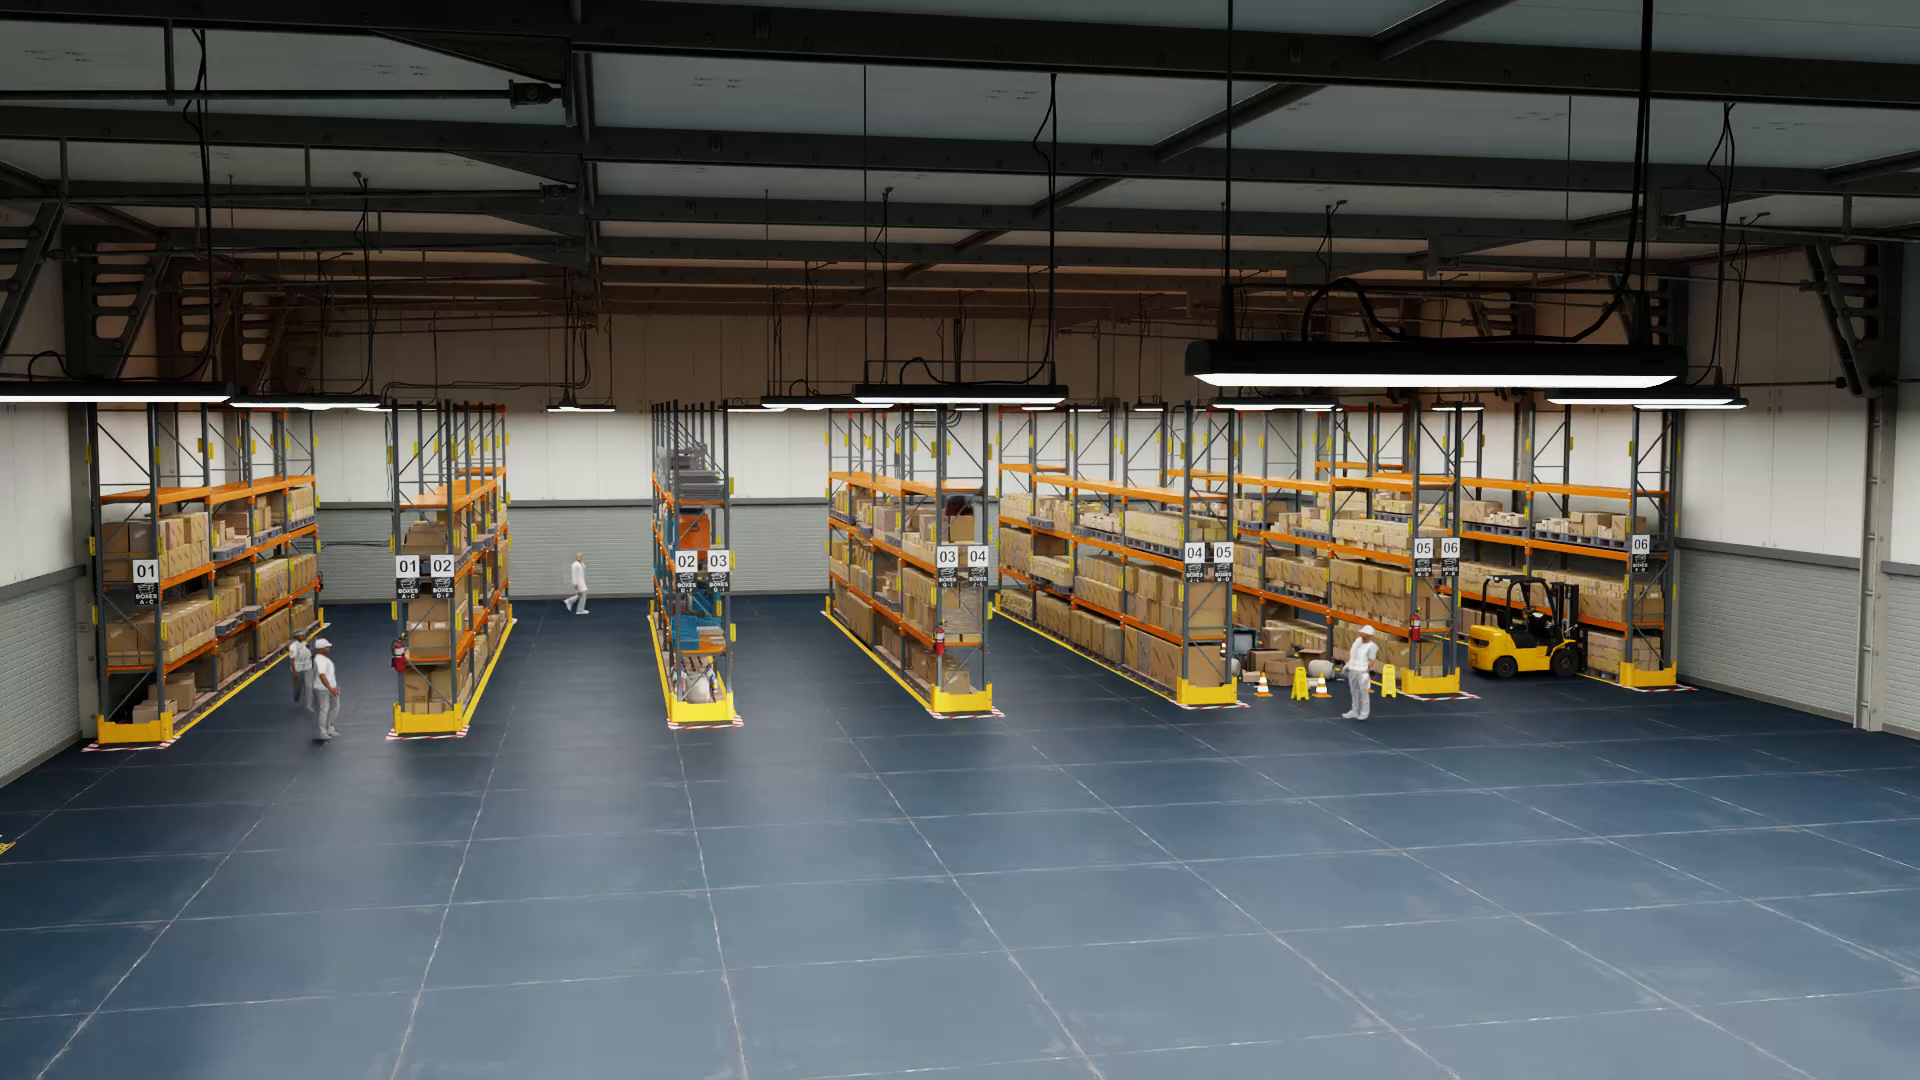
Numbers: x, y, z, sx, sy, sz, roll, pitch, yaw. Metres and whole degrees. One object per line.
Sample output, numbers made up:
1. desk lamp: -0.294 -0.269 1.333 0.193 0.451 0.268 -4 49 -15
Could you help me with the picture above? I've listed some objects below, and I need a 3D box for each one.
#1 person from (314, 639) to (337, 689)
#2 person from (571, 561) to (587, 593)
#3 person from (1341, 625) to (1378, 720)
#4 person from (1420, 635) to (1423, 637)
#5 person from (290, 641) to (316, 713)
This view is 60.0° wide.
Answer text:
1. person: -11.245 2.177 29.373 0.427 0.873 0.512 1 4 14
2. person: -10.906 1.041 47.623 0.446 0.944 0.632 -1 4 -14
3. person: 7.523 2.477 31.290 0.398 1.776 0.611 -3 5 -37
4. person: 10.531 1.983 38.228 0.451 1.752 0.640 2 5 20
5. person: -12.679 2.627 32.058 0.432 1.377 0.970 -2 5 -29
